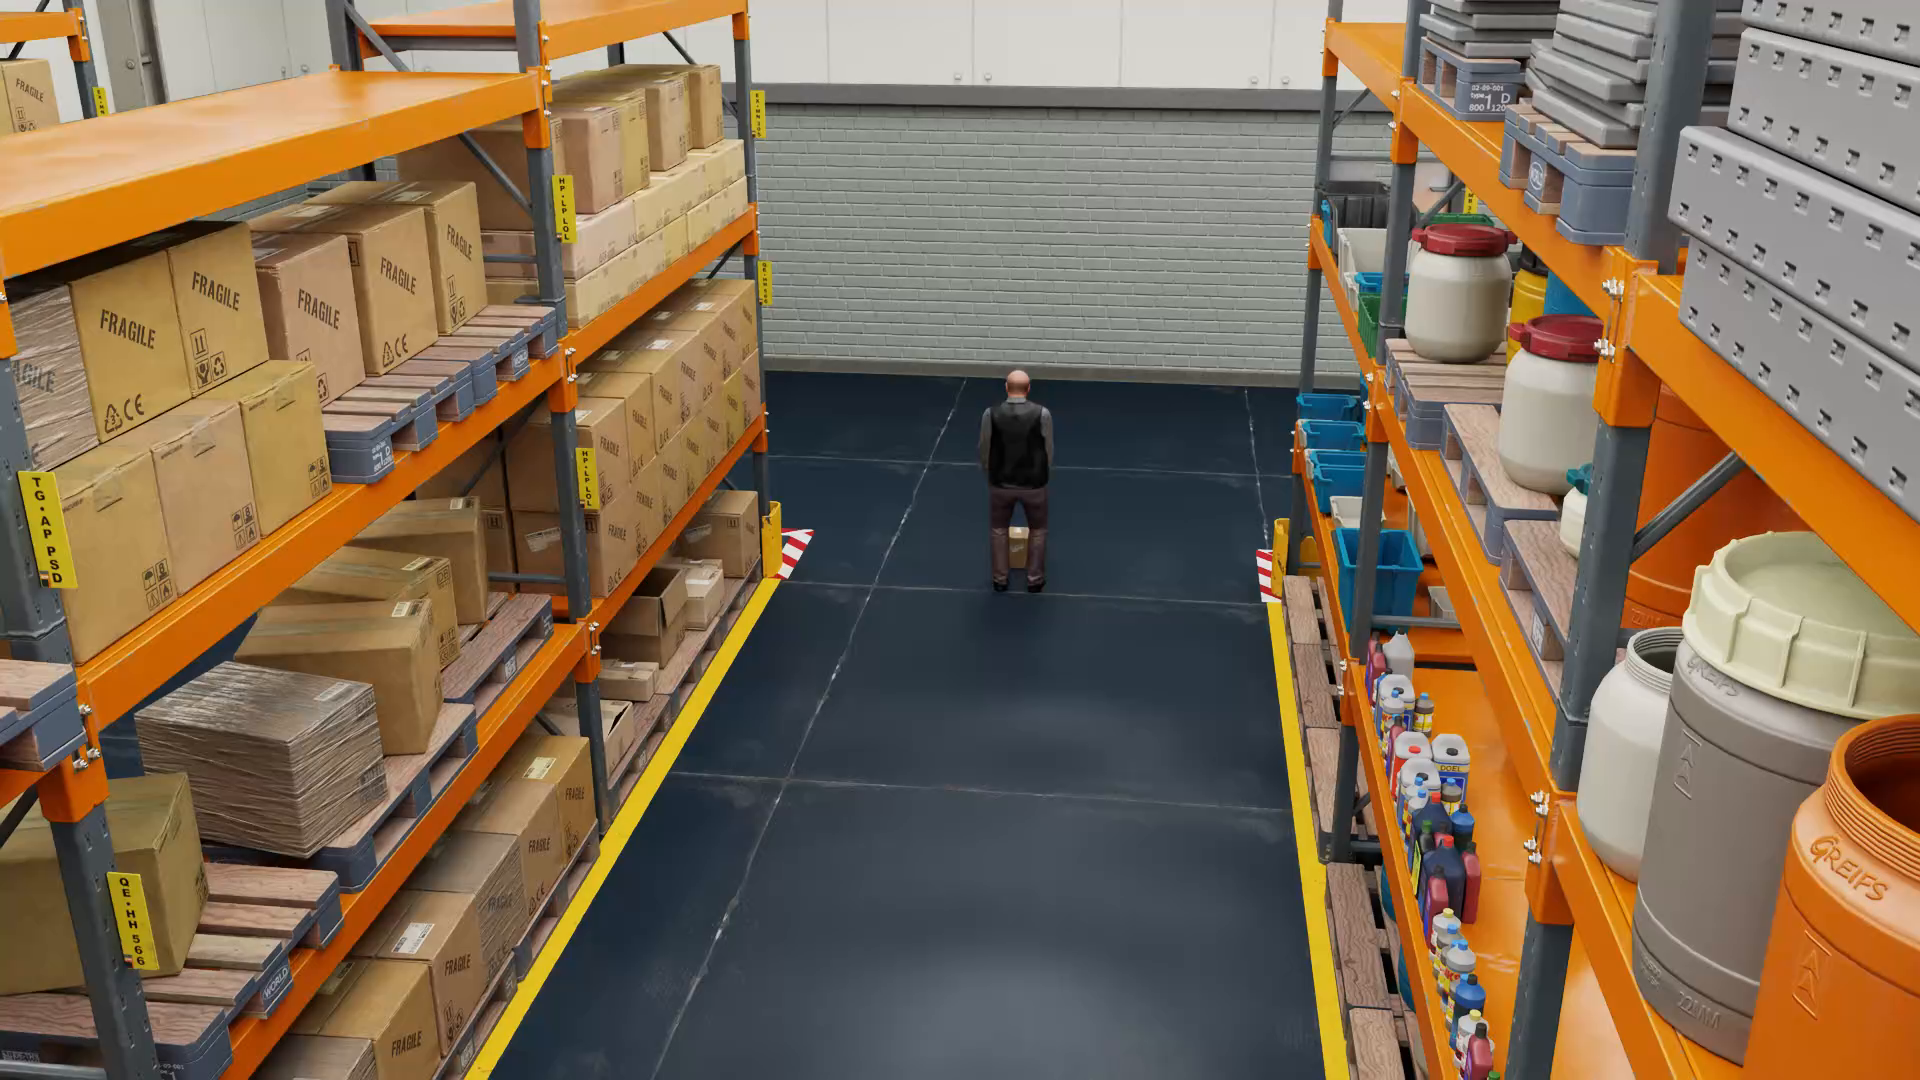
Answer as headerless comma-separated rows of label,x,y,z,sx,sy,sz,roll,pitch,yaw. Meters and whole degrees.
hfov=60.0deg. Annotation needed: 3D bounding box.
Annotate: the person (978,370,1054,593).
person,0.410,-0.417,12.307,0.563,1.656,0.447,3,21,8
